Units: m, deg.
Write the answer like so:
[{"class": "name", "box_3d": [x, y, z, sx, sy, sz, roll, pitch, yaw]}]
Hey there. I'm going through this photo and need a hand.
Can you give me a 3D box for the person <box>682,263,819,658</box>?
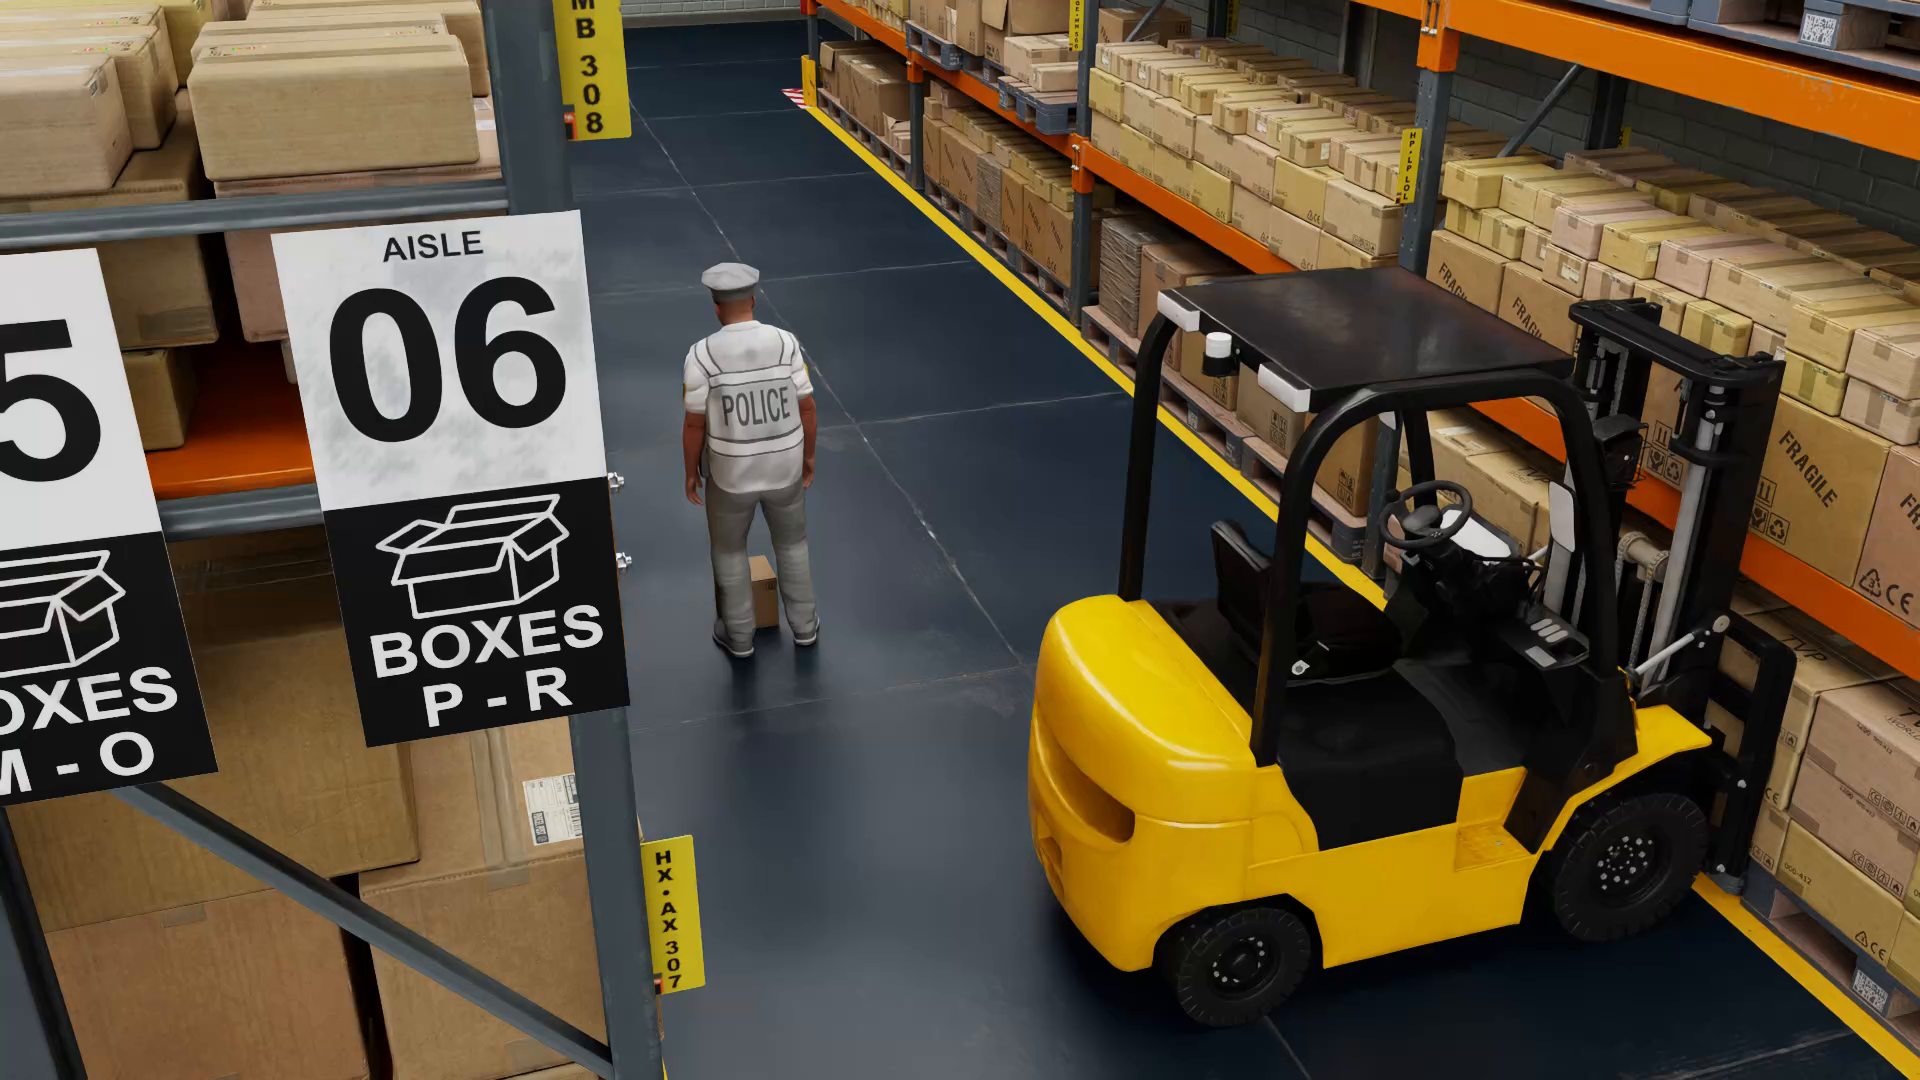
[{"class": "person", "box_3d": [-0.901, -0.311, 7.237, 0.595, 1.748, 0.434, -9, 28, -18]}]
